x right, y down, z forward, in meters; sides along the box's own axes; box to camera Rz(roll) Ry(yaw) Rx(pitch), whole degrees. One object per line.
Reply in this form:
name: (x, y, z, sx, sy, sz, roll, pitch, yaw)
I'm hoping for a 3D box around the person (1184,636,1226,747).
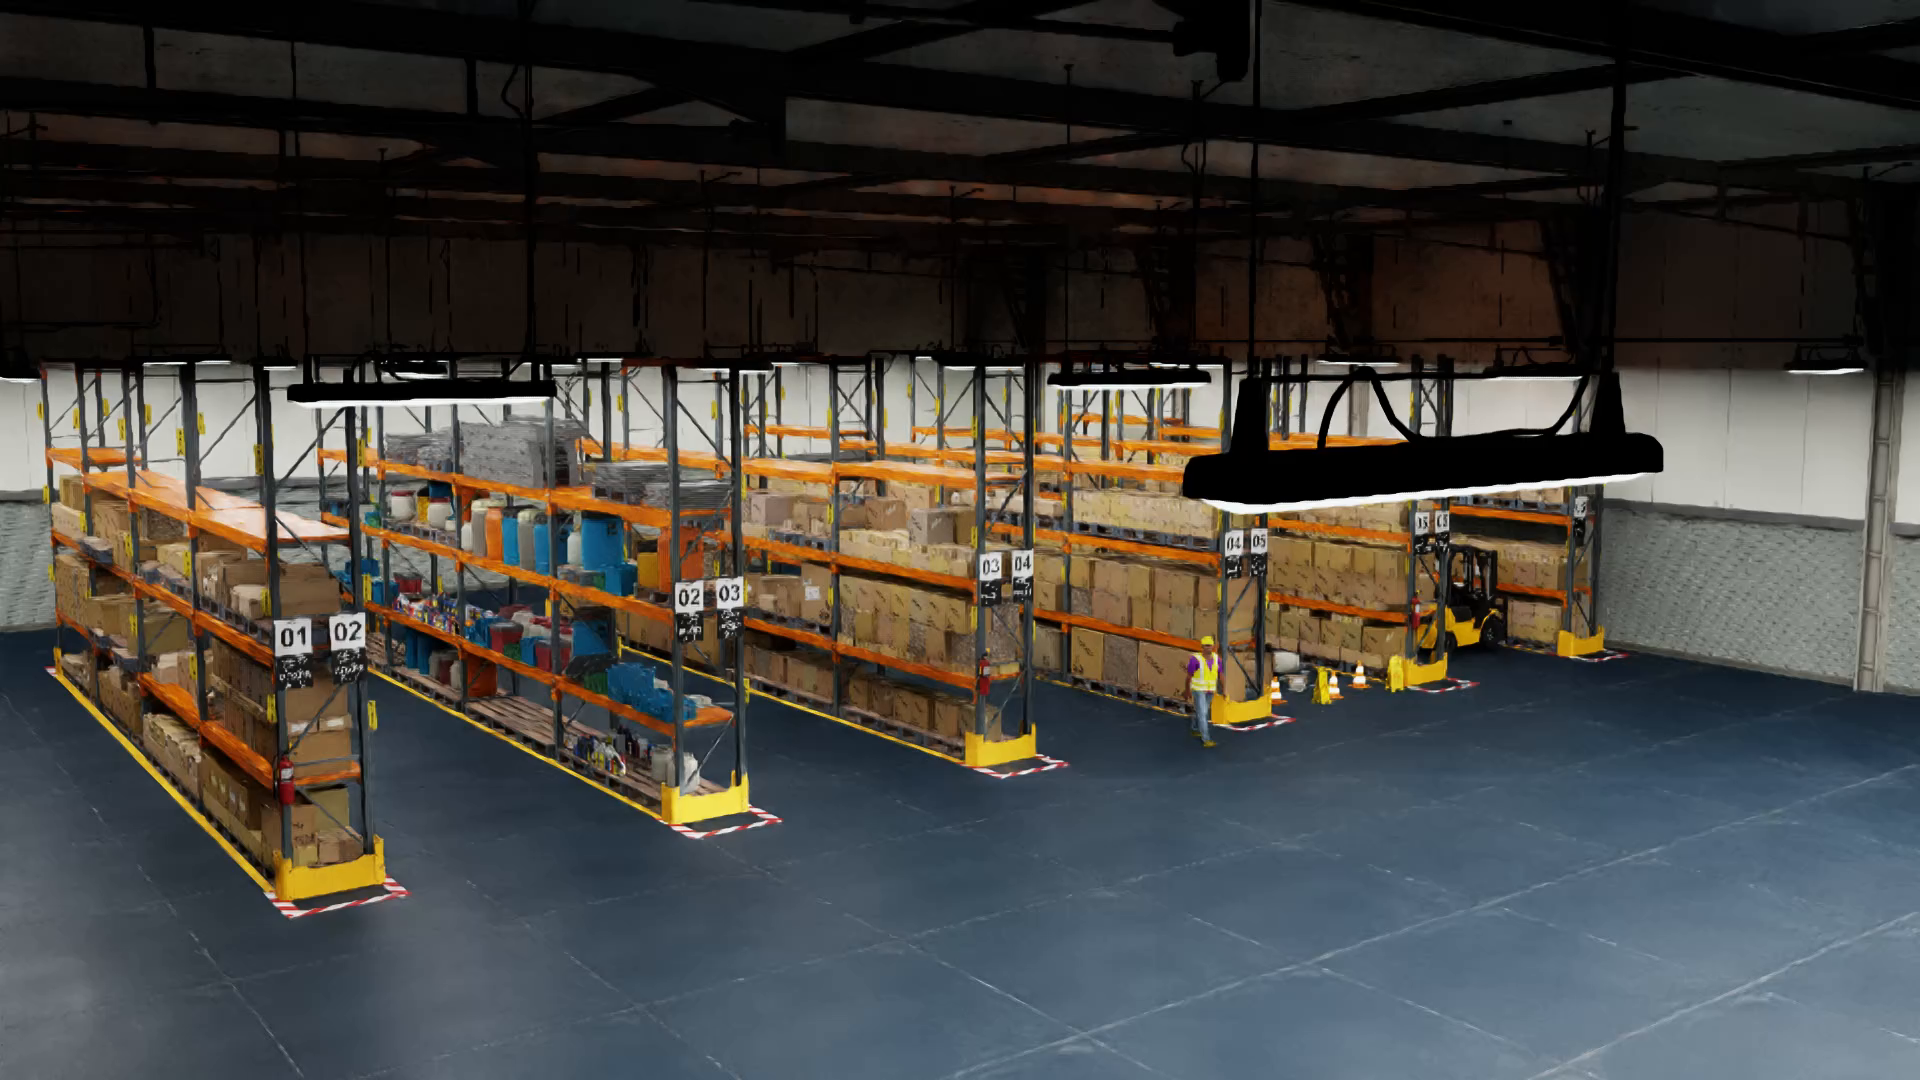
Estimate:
person: (3.870, 2.341, 26.113, 0.572, 1.704, 1.030, -3, 8, -27)
